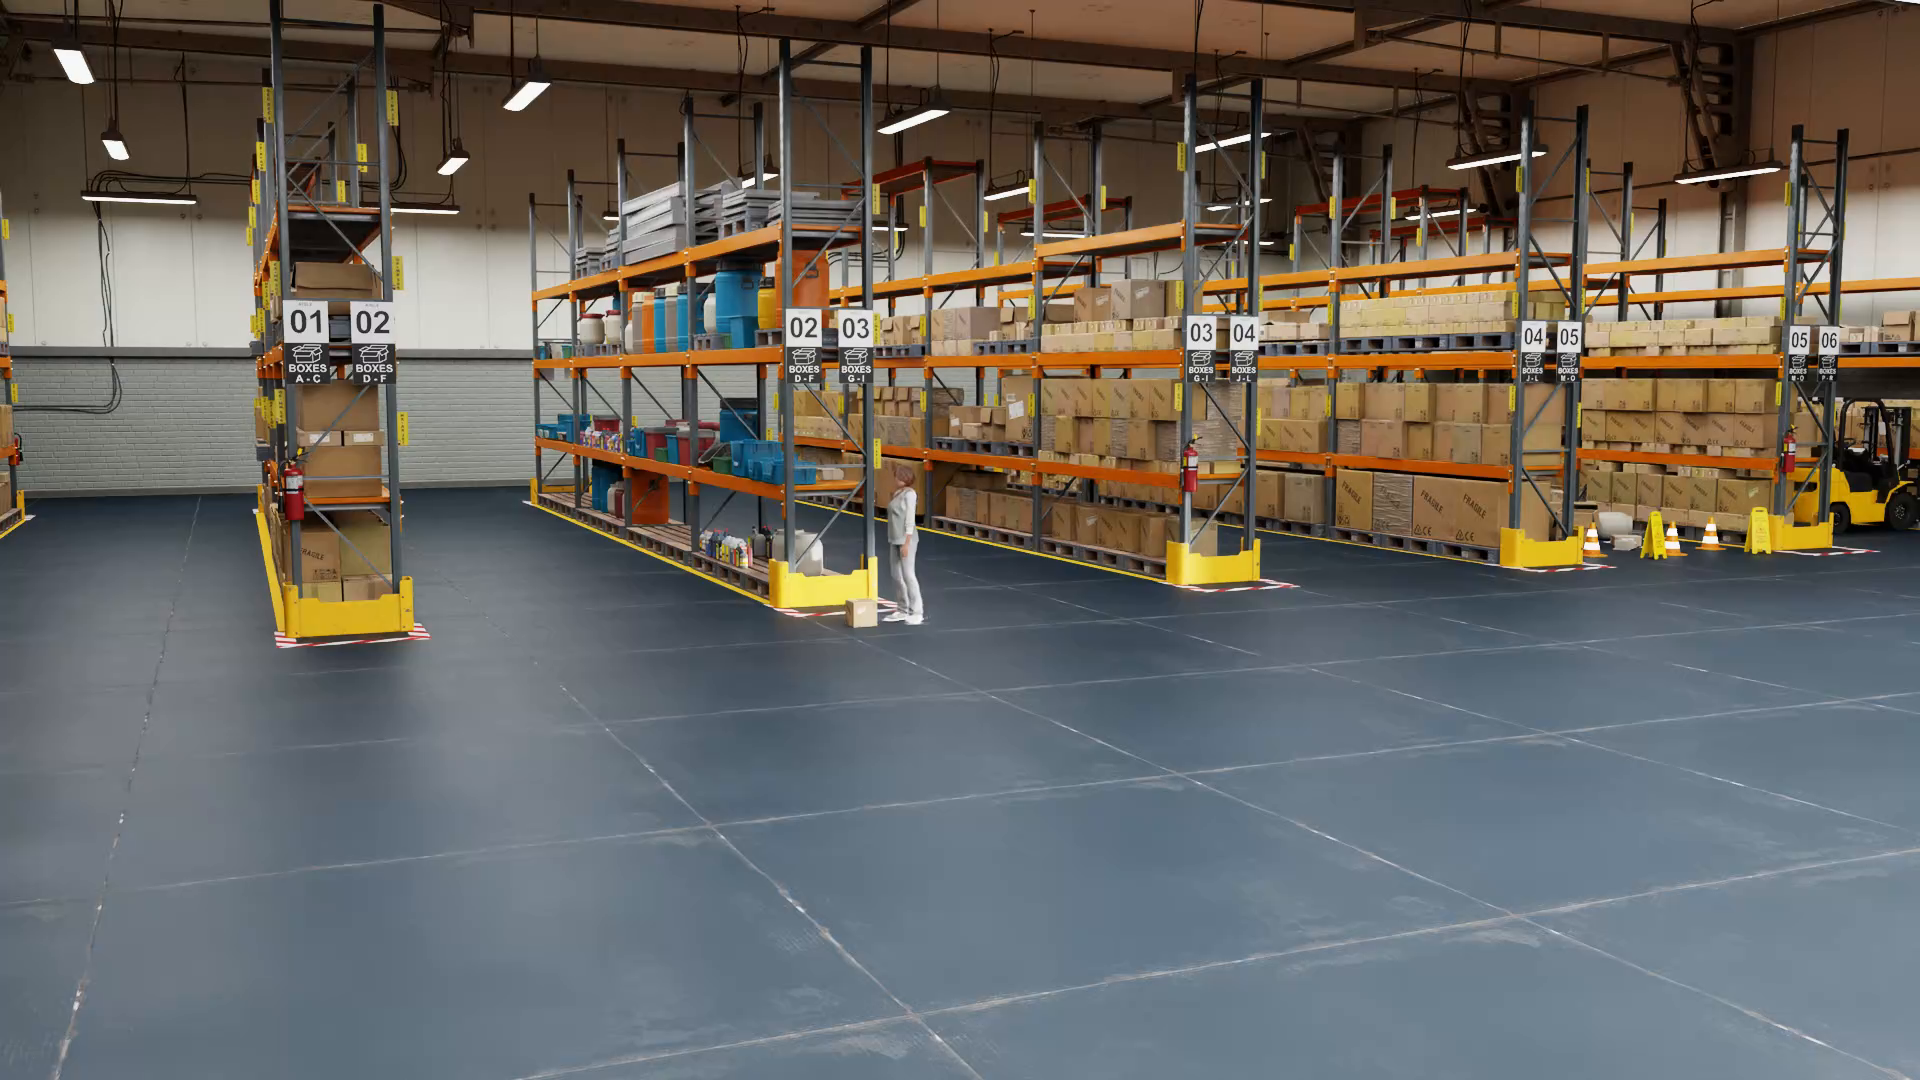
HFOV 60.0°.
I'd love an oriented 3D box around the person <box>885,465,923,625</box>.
[{"bbox_3d":[-0.559,0.061,16.783,0.338,1.634,0.406,-2,6,-22],"label":"person"}]
